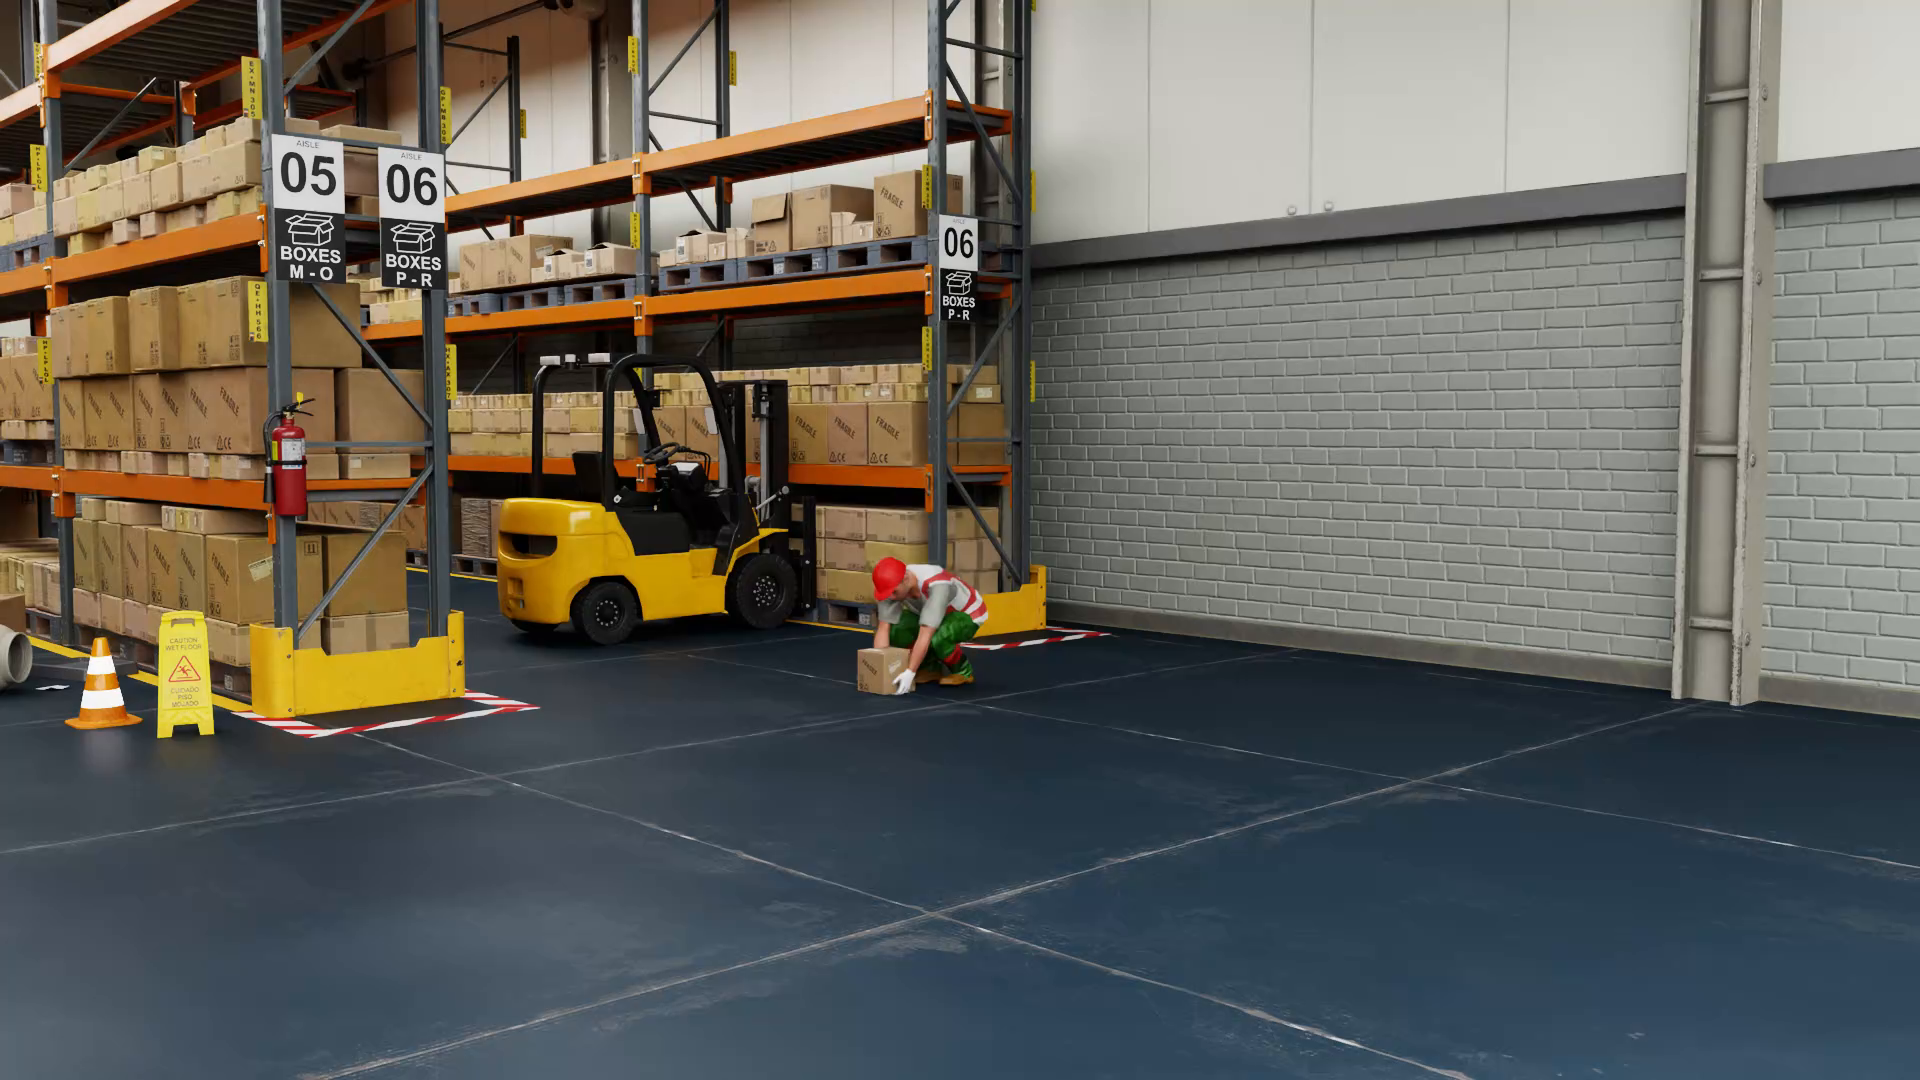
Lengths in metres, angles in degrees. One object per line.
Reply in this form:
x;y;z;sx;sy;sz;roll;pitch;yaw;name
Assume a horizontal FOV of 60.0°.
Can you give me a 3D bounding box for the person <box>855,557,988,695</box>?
-0.213;0.523;10.329;0.901;0.879;0.547;-4;5;-44;person
